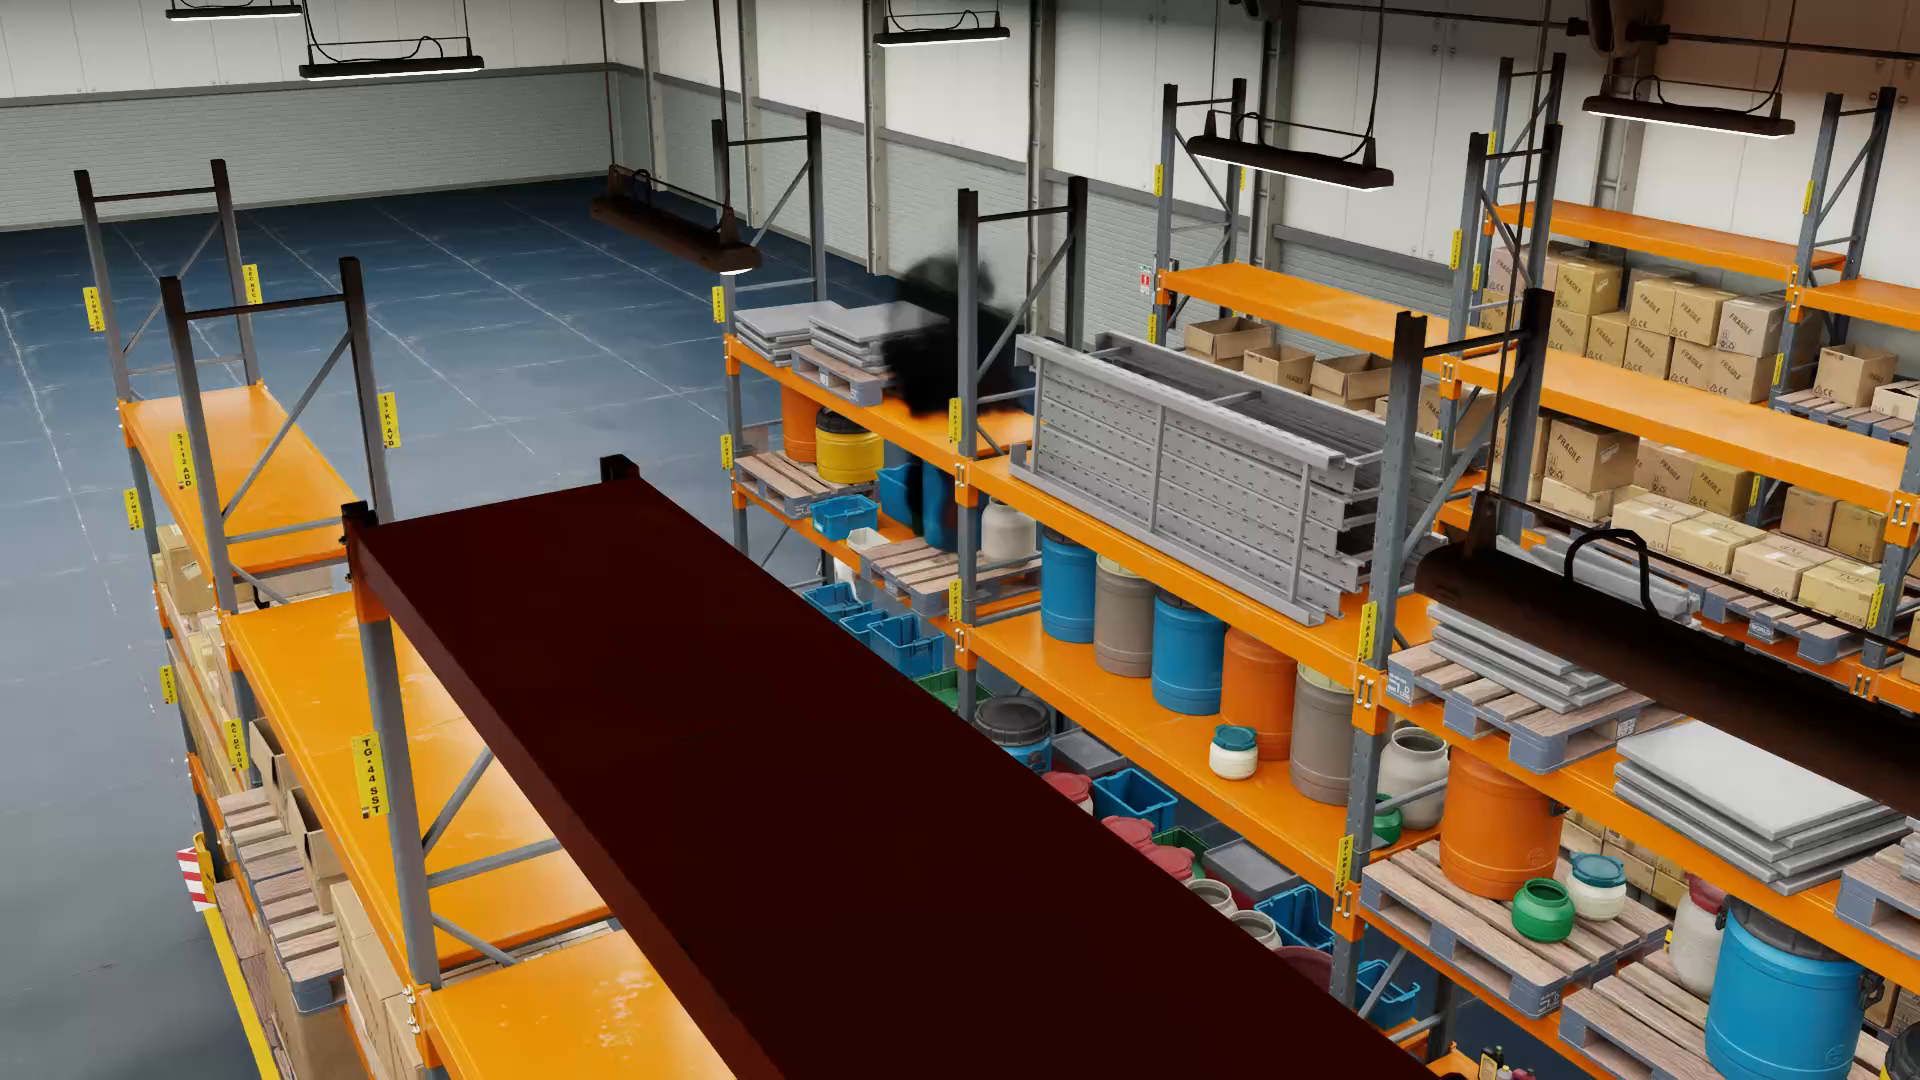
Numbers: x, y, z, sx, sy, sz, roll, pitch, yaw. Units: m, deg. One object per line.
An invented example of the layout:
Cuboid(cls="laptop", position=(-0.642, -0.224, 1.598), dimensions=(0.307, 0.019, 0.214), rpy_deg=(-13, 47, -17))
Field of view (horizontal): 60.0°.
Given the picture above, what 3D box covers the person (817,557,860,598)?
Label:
Cuboid(cls="person", position=(-1.355, 0.603, 17.605), dimensions=(0.555, 1.701, 0.734), rpy_deg=(7, 23, 17))
